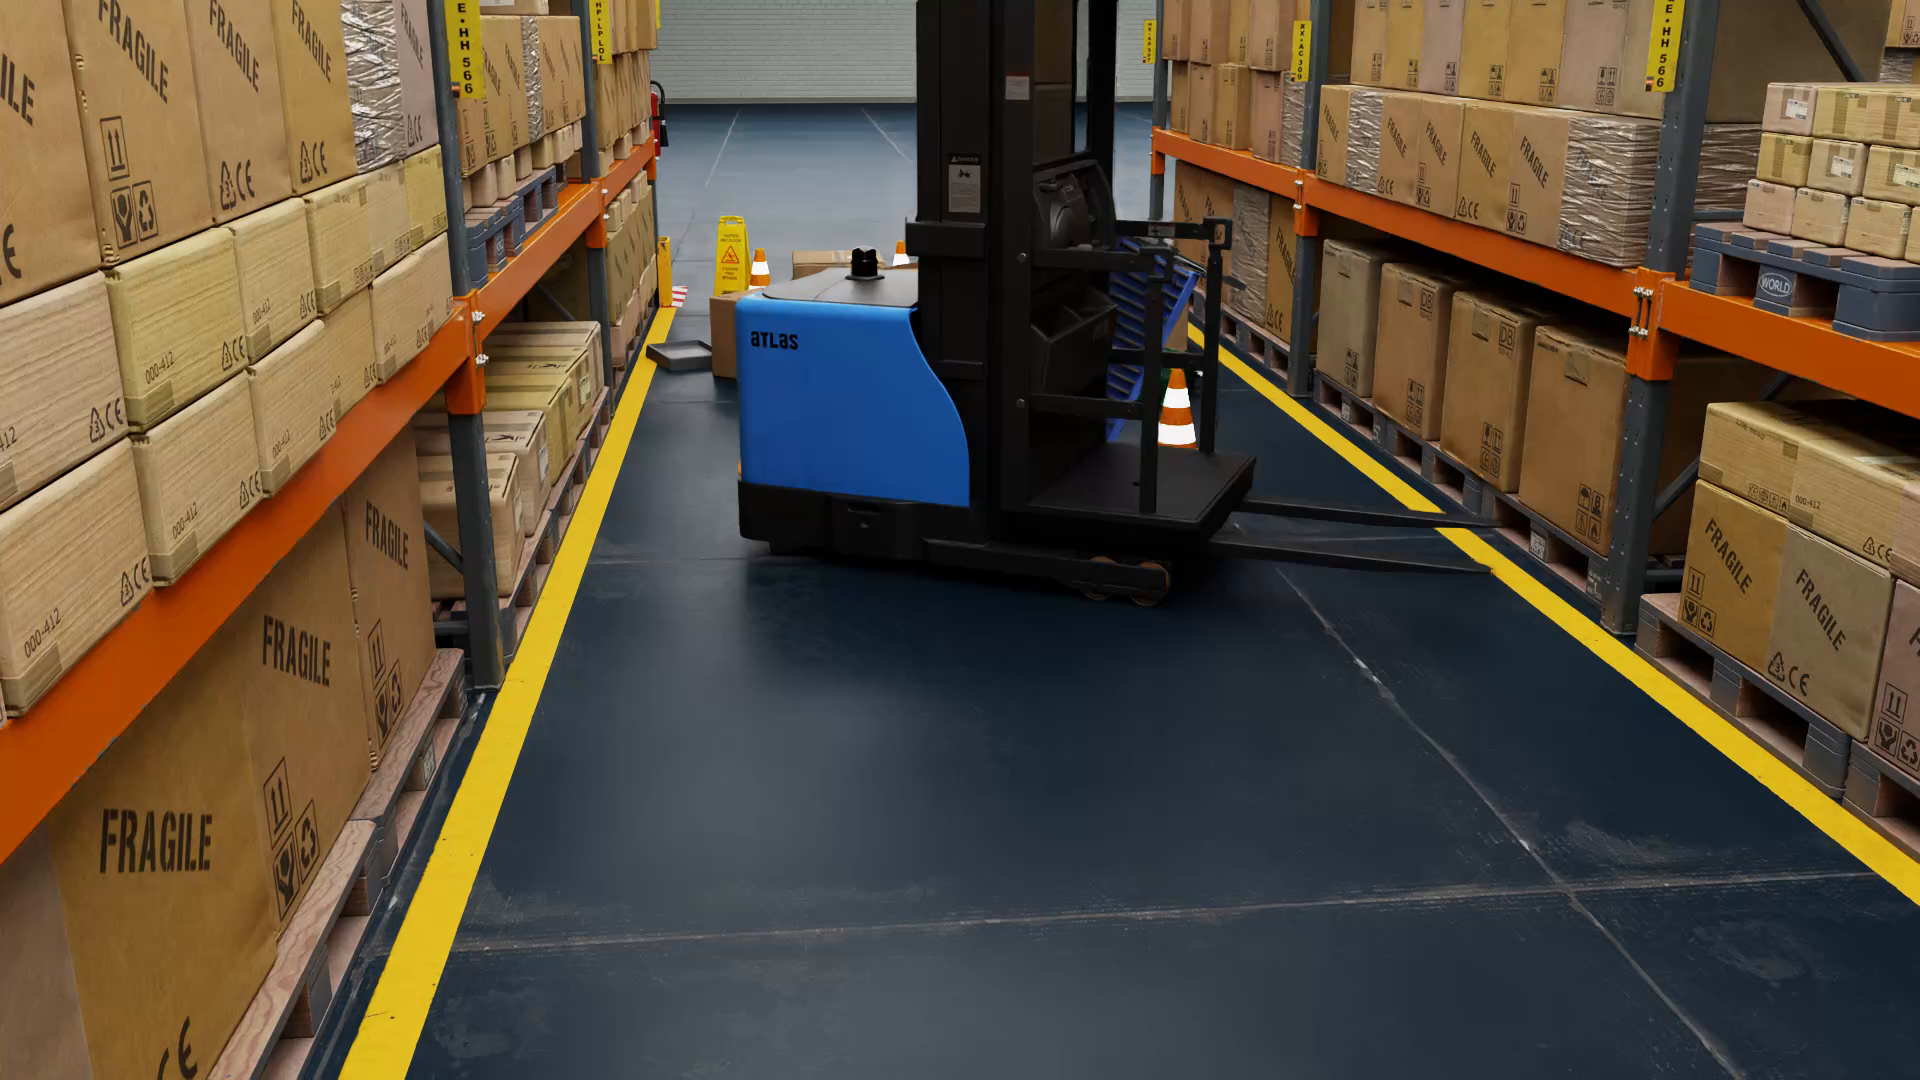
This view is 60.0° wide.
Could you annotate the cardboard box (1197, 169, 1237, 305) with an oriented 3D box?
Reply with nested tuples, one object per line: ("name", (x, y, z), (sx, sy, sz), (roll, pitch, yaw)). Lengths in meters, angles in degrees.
("cardboard box", (2.275, -2.217, 12.078), (0.875, 0.875, 0.875), (-2, 18, -7))

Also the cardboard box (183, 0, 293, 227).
("cardboard box", (-1.577, -0.853, 3.051), (0.500, 0.500, 0.500), (-2, 18, -7))

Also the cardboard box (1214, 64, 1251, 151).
("cardboard box", (2.237, -2.965, 11.362), (0.875, 0.550, 0.500), (-2, 18, -6))

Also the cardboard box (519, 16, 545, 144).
("cardboard box", (-2.023, -1.920, 6.919), (0.500, 0.500, 0.500), (-2, 18, -8))

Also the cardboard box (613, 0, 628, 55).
("cardboard box", (-2.314, -3.075, 9.632), (0.700, 0.500, 0.500), (-2, 18, -5))

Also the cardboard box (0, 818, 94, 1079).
("cardboard box", (-1.772, 0.897, 2.159), (0.875, 0.875, 0.875), (-1, 17, -4))

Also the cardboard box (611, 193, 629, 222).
("cardboard box", (-2.254, -2.050, 10.254), (0.380, 0.149, 0.250), (-1, 17, -4))

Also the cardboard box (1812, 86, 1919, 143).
("cardboard box", (2.757, -1.250, 4.876), (0.380, 0.149, 0.250), (-2, 18, -7))

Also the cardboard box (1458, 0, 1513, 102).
("cardboard box", (2.674, -2.224, 7.416), (0.700, 0.500, 0.500), (-2, 18, -6))

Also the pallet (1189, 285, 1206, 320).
("pallet", (2.207, -1.926, 12.961), (1.003, 0.211, 1.213), (-2, 18, -6))

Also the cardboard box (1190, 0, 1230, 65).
("cardboard box", (2.118, -3.636, 11.697), (0.875, 0.550, 0.550), (-2, 18, -6))

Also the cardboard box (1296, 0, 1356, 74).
("cardboard box", (2.456, -2.999, 9.668), (0.875, 0.550, 0.550), (-2, 18, -6))

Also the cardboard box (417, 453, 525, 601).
("cardboard box", (-2.089, -0.042, 5.987), (0.950, 0.372, 0.625), (-3, 18, -9))

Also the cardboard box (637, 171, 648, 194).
("cardboard box", (-2.420, -2.528, 11.775), (0.380, 0.149, 0.250), (-1, 17, -4))

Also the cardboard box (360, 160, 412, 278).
("cardboard box", (-1.682, -0.804, 4.146), (0.500, 0.250, 0.500), (-2, 18, -7))

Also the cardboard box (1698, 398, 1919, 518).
("cardboard box", (2.702, -0.262, 5.224), (0.500, 0.250, 0.500), (-3, 18, -8))

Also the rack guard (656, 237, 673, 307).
("rack guard", (-2.858, -2.094, 13.014), (1.175, 0.500, 0.348), (-2, 18, -6))

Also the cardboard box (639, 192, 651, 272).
("cardboard box", (-2.467, -2.170, 11.719), (0.500, 0.500, 0.500), (-1, 17, -4))

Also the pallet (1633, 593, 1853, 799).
("pallet", (2.951, 0.454, 5.379), (1.003, 0.211, 1.213), (-2, 18, -6))

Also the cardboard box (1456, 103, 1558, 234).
("cardboard box", (2.457, -1.580, 7.037), (0.500, 0.500, 0.500), (-2, 18, -7))

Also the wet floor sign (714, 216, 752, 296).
("wet floor sign", (-1.822, -2.276, 13.350), (0.267, 0.644, 0.232), (4, 18, 13))

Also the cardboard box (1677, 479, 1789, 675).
("cardboard box", (2.691, 0.102, 5.318), (0.500, 0.500, 0.500), (-3, 18, -8))

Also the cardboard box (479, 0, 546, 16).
("cardboard box", (-2.046, -2.401, 7.369), (0.380, 0.149, 0.250), (-3, 18, -8))

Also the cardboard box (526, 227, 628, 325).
("cardboard box", (-2.246, -1.548, 9.739), (0.500, 0.500, 0.500), (-1, 17, -3))

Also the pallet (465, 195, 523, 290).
("pallet", (-2.221, -1.044, 5.814), (1.213, 0.211, 1.003), (-2, 18, -6))

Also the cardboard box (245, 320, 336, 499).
("cardboard box", (-1.546, -0.259, 3.244), (0.500, 0.250, 0.500), (-2, 18, -7))

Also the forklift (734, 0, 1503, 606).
("forklift", (0.640, -1.325, 6.503), (3.031, 2.935, 1.130), (7, 19, 20))

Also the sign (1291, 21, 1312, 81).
("sign", (1.908, -2.734, 9.301), (0.100, 0.325, 0.005), (-2, 18, -6))

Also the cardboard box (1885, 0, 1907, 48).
("cardboard box", (6.874, -3.812, 11.979), (0.500, 0.500, 0.500), (-2, 18, -6))

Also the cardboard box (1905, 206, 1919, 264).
("cardboard box", (2.803, -0.810, 4.466), (0.380, 0.149, 0.250), (-1, 17, -3))

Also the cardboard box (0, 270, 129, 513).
("cardboard box", (-1.475, -0.196, 2.209), (0.500, 0.250, 0.500), (-2, 17, -5))

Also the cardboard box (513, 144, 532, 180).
("cardboard box", (-2.008, -1.592, 6.960), (0.380, 0.149, 0.250), (-1, 17, -4))

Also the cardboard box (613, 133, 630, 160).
("cardboard box", (-2.290, -2.483, 10.499), (0.380, 0.149, 0.250), (-2, 18, -5))

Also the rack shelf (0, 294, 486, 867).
("rack shelf", (-1.835, 0.013, 3.329), (1.077, 0.370, 4.000), (-2, 18, -6))

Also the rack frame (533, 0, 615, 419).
("rack frame", (-2.454, -2.118, 8.916), (1.000, 3.000, 0.127), (-2, 18, -6))

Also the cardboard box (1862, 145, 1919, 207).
("cardboard box", (2.783, -1.021, 4.644), (0.380, 0.149, 0.250), (-2, 18, -7))

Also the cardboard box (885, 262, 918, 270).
("cardboard box", (-0.167, -1.674, 11.668), (0.637, 0.503, 0.797), (16, 24, 42))

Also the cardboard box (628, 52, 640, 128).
("cardboard box", (-2.441, -3.048, 11.213), (0.500, 0.500, 0.500), (-2, 18, -6))

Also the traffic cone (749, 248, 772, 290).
("traffic cone", (-1.539, -2.011, 12.810), (0.336, 0.463, 0.334), (-2, 18, -6))

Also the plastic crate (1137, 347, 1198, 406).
("plastic crate", (1.138, -0.998, 9.947), (0.450, 0.188, 0.662), (18, 23, 19))

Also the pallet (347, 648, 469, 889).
("pallet", (-2.035, 0.641, 4.782), (1.003, 0.211, 1.213), (-2, 18, -6))

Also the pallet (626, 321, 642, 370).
("pallet", (-2.687, -1.351, 11.128), (1.003, 0.211, 1.213), (-2, 18, -6))

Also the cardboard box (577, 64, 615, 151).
("cardboard box", (-2.222, -2.447, 9.301), (0.500, 0.500, 0.500), (-2, 18, -6))

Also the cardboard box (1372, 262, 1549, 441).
("cardboard box", (2.709, -0.958, 8.277), (1.050, 0.750, 0.750), (-2, 18, -6))

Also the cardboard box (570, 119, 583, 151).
("cardboard box", (-2.126, -2.054, 8.429), (0.380, 0.149, 0.250), (-2, 17, -5))

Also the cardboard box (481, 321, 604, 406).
("cardboard box", (-2.397, -0.908, 8.749), (0.950, 0.372, 0.625), (-2, 17, -5))

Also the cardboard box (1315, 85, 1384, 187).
("cardboard box", (2.246, -2.184, 8.958), (0.500, 0.500, 0.500), (-2, 17, -5))

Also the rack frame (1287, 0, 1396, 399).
("rack frame", (2.459, -2.301, 9.499), (1.000, 3.000, 0.127), (-2, 18, -6))

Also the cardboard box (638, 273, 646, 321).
("cardboard box", (-2.410, -1.655, 11.331), (0.500, 0.250, 0.500), (-2, 18, -8))

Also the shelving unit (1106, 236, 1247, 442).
("shelving unit", (0.742, -1.053, 8.552), (0.538, 1.048, 1.500), (23, 10, -19))
